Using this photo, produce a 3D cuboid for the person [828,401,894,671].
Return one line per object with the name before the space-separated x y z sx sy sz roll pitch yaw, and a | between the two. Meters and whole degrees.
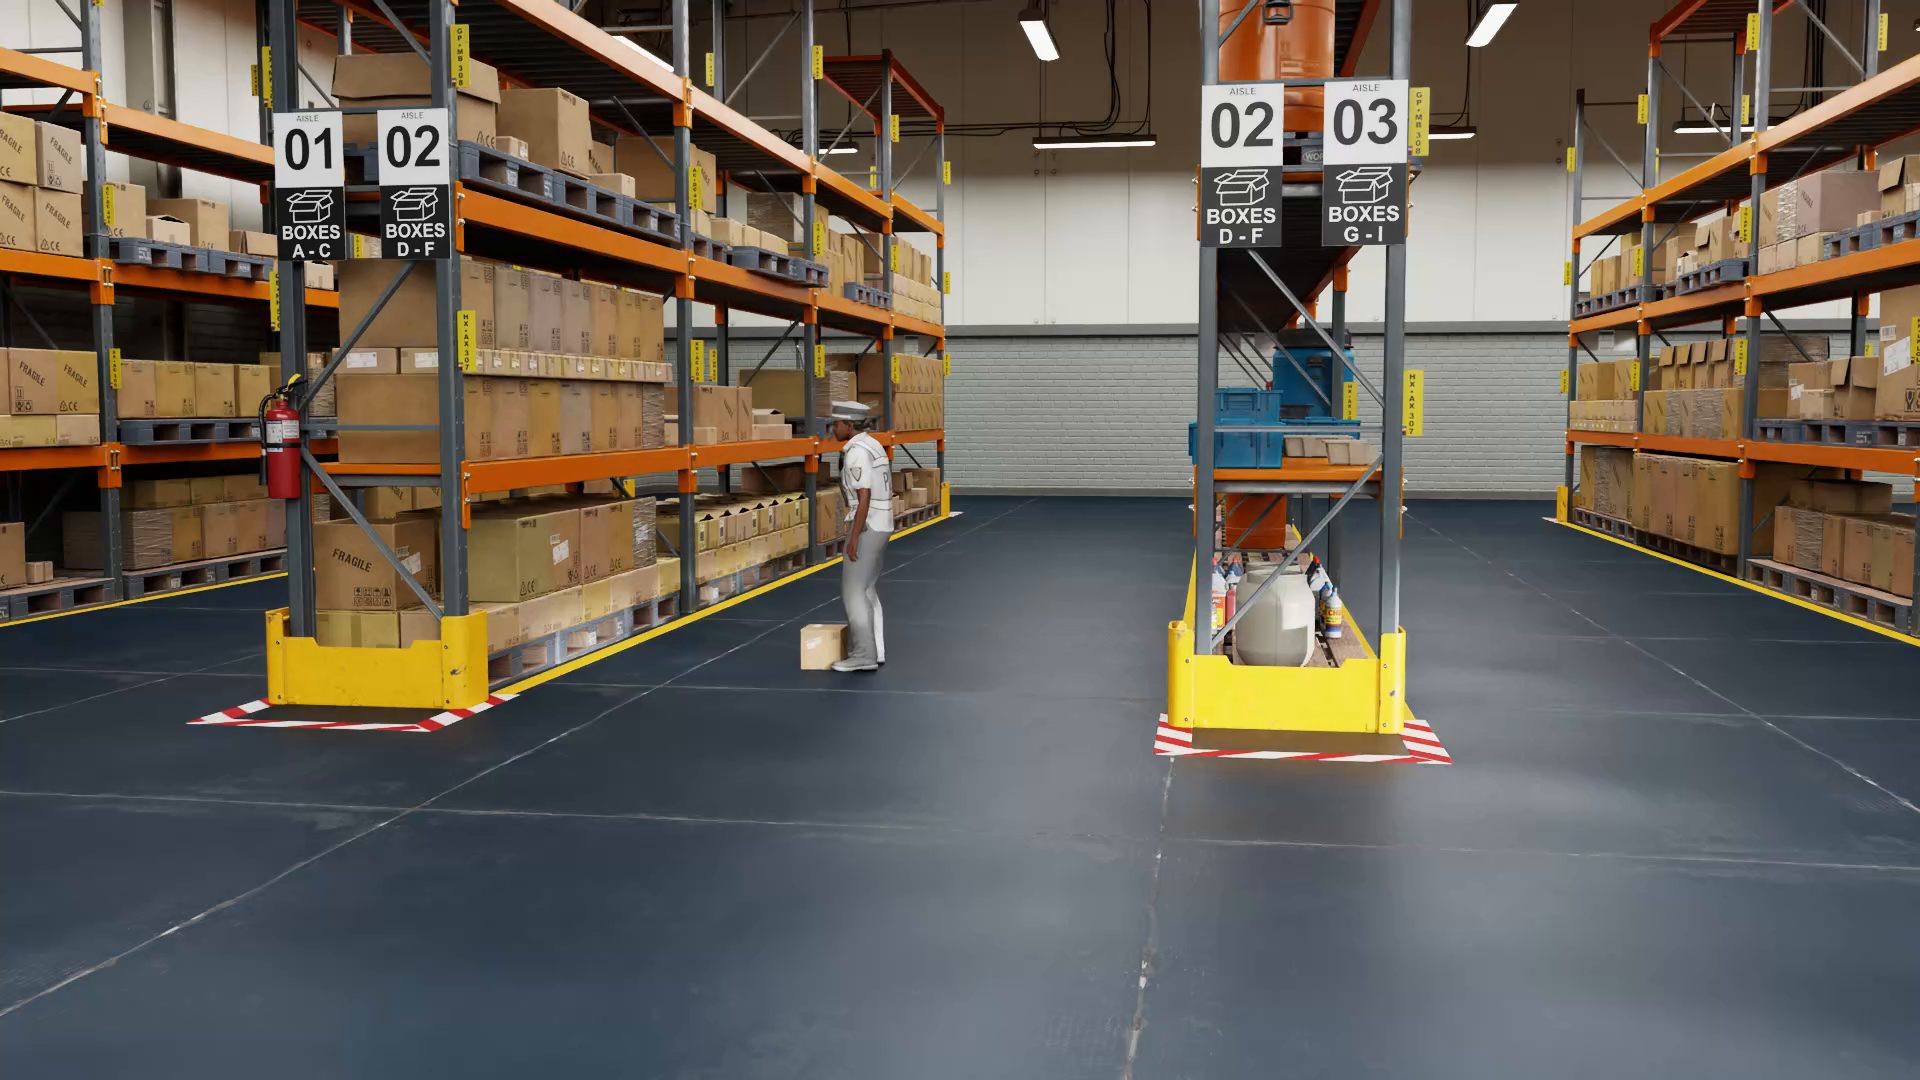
person | -0.610 -0.032 10.304 0.397 1.658 0.527 0 5 5
